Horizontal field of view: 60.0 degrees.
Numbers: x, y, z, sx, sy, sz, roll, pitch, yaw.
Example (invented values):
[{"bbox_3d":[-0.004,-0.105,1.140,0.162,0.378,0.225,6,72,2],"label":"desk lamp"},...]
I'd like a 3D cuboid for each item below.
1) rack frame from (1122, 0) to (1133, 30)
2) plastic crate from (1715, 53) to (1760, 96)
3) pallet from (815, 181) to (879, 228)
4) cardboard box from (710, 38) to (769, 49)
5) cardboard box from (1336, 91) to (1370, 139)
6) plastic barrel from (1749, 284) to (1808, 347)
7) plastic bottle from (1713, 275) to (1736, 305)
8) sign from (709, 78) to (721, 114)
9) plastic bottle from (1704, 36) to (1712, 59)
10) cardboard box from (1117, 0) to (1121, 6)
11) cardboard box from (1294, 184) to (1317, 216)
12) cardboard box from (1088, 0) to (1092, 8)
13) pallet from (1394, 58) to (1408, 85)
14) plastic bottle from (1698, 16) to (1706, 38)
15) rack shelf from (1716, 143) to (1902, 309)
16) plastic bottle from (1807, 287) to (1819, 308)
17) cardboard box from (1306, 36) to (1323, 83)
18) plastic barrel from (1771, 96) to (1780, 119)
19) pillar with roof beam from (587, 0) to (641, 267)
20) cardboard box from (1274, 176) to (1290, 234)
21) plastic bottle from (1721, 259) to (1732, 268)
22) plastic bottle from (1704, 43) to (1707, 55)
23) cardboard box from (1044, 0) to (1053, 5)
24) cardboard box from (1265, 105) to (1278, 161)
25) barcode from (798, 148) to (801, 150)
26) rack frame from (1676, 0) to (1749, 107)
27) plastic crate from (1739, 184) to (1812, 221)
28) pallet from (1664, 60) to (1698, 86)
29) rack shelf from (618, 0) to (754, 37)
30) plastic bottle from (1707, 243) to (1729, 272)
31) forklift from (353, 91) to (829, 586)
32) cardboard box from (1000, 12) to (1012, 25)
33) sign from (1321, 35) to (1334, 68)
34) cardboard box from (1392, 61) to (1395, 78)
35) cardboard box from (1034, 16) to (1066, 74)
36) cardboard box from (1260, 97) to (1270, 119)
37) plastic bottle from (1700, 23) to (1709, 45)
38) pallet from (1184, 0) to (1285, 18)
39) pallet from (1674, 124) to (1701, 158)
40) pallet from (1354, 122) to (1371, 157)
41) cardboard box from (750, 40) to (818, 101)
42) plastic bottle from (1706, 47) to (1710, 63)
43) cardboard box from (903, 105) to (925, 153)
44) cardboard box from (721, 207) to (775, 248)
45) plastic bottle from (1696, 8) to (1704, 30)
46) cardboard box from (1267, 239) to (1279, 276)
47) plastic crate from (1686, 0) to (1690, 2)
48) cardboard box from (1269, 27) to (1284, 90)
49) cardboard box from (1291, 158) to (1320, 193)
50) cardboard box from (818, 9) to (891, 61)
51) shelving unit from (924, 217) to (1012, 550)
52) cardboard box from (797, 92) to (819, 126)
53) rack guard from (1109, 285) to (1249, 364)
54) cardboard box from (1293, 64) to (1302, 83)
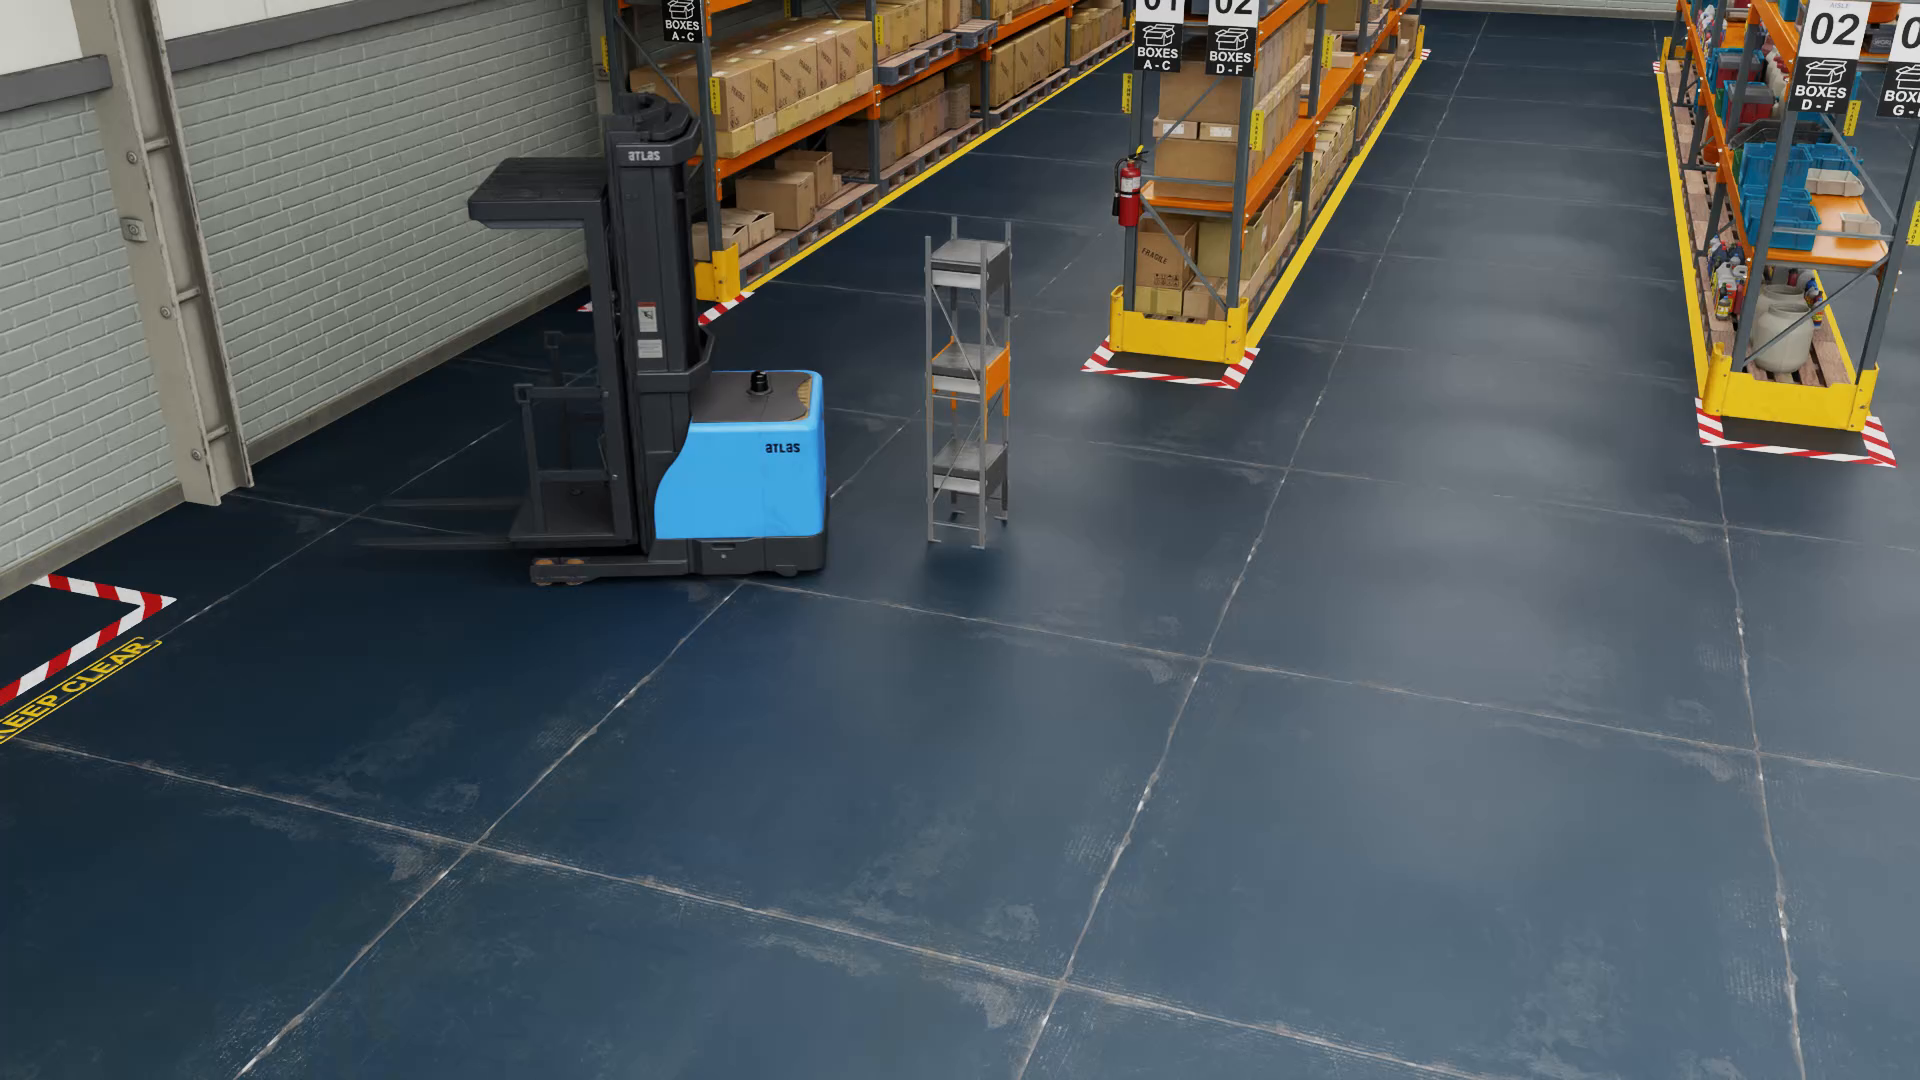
[{"bbox_3d":[2.572,-10.320,29.123,1.000,3.000,0.127,9,27,17],"label":"rack frame"},{"bbox_3d":[8.426,-5.005,18.072,0.402,0.464,0.583,9,27,17],"label":"plastic crate"},{"bbox_3d":[-1.612,-3.853,18.965,1.003,0.211,1.213,9,27,17],"label":"pallet"},{"bbox_3d":[-2.284,-4.874,17.164,0.500,0.500,0.500,9,27,18],"label":"cardboard box"},{"bbox_3d":[5.003,-5.535,21.602,0.500,0.500,0.500,10,28,20],"label":"cardboard box"},{"bbox_3d":[6.904,-1.865,14.033,0.421,0.512,0.421,0,26,0],"label":"plastic barrel"},{"bbox_3d":[6.943,-2.256,15.087,0.152,0.276,0.135,8,27,16],"label":"plastic bottle"},{"bbox_3d":[-2.241,-4.056,15.192,0.100,0.325,0.005,9,27,17],"label":"sign"},{"bbox_3d":[9.246,-6.066,20.484,0.097,0.271,0.097,0,26,0],"label":"plastic bottle"},{"bbox_3d":[2.562,-9.295,28.647,0.380,0.149,0.250,8,27,17],"label":"cardboard box"},{"bbox_3d":[3.619,-3.753,18.233,0.500,0.250,0.500,8,27,16],"label":"cardboard box"},{"bbox_3d":[2.035,-9.143,28.335,0.380,0.149,0.250,9,27,18],"label":"cardboard box"},{"bbox_3d":[6.547,-7.490,26.477,1.003,0.211,1.213,9,27,17],"label":"pallet"},{"bbox_3d":[9.763,-6.734,21.849,0.061,0.283,0.133,9,27,17],"label":"plastic bottle"},{"bbox_3d":[7.255,-2.807,14.430,1.077,0.370,4.000,9,27,17],"label":"rack shelf"},{"bbox_3d":[7.601,-2.119,14.811,0.097,0.271,0.097,0,26,0],"label":"plastic bottle"},{"bbox_3d":[3.864,-5.453,18.955,0.500,0.500,0.500,9,27,18],"label":"cardboard box"},{"bbox_3d":[8.506,-4.412,17.078,0.301,0.262,0.301,0,26,0],"label":"plastic barrel"},{"bbox_3d":[0.724,-6.234,13.800,9.100,9.000,0.400,9,27,17],"label":"pillar with roof beam"},{"bbox_3d":[2.963,-3.329,16.496,0.500,0.500,0.500,9,27,17],"label":"cardboard box"},{"bbox_3d":[7.185,-2.507,15.612,0.097,0.271,0.097,0,26,0],"label":"plastic bottle"},{"bbox_3d":[9.311,-6.114,20.664,0.097,0.201,0.097,0,26,0],"label":"plastic bottle"},{"bbox_3d":[1.172,-8.068,24.737,0.380,0.149,0.250,9,27,17],"label":"cardboard box"},{"bbox_3d":[2.600,-3.900,15.748,0.700,0.500,0.500,10,27,19],"label":"cardboard box"},{"bbox_3d":[-1.828,-4.419,18.931,0.001,0.075,0.075,9,27,17],"label":"barcode"},{"bbox_3d":[10.583,-7.240,22.761,1.000,3.000,0.127,9,27,17],"label":"rack frame"},{"bbox_3d":[6.696,-2.757,13.672,0.499,0.251,0.408,9,27,17],"label":"plastic crate"},{"bbox_3d":[11.603,-7.295,26.075,1.003,0.211,1.213,9,27,17],"label":"pallet"},{"bbox_3d":[-2.087,-5.593,16.744,1.077,0.370,4.000,9,27,17],"label":"rack shelf"},{"bbox_3d":[7.320,-2.720,16.047,0.152,0.276,0.135,10,27,19],"label":"plastic bottle"},{"bbox_3d":[-2.402,-1.262,10.493,3.031,2.935,1.130,-1,26,-2],"label":"forklift"},{"bbox_3d":[0.498,-7.230,23.005,0.380,0.149,0.250,10,27,19],"label":"cardboard box"},{"bbox_3d":[3.775,-5.018,17.087,0.100,0.325,0.005,9,27,17],"label":"sign"},{"bbox_3d":[6.257,-7.089,25.029,0.500,0.311,0.500,9,27,17],"label":"cardboard box"},{"bbox_3d":[1.147,-7.612,25.515,0.750,0.750,0.750,9,27,18],"label":"cardboard box"},{"bbox_3d":[2.596,-3.920,15.045,0.380,0.149,0.250,8,27,16],"label":"cardboard box"},{"bbox_3d":[9.620,-6.528,21.437,0.097,0.271,0.097,0,26,0],"label":"plastic bottle"},{"bbox_3d":[2.180,-4.625,14.021,1.003,0.211,1.213,9,27,17],"label":"pallet"},{"bbox_3d":[9.883,-5.171,21.687,1.003,0.211,1.213,9,27,17],"label":"pallet"},{"bbox_3d":[4.866,-5.362,22.083,1.003,0.211,1.213,9,27,17],"label":"pallet"},{"bbox_3d":[-1.798,-4.804,17.018,0.500,0.500,0.500,10,27,19],"label":"cardboard box"},{"bbox_3d":[9.061,-5.867,20.058,0.061,0.283,0.133,9,27,17],"label":"plastic bottle"},{"bbox_3d":[-0.860,-5.190,20.891,0.700,0.500,0.500,9,27,18],"label":"cardboard box"},{"bbox_3d":[-2.248,-3.239,17.077,0.500,0.311,0.500,11,28,22],"label":"cardboard box"},{"bbox_3d":[10.014,-7.044,22.490,0.061,0.283,0.133,9,27,17],"label":"plastic bottle"},{"bbox_3d":[2.809,-2.784,16.231,0.500,0.250,0.500,9,27,17],"label":"cardboard box"},{"bbox_3d":[10.984,-8.117,24.696,0.416,0.233,0.300,9,27,17],"label":"plastic crate"},{"bbox_3d":[2.608,-4.499,15.497,0.700,0.500,0.500,9,27,17],"label":"cardboard box"},{"bbox_3d":[3.624,-4.010,18.119,0.500,0.311,0.500,9,27,18],"label":"cardboard box"},{"bbox_3d":[-1.220,-5.836,19.242,0.700,0.500,0.500,9,27,18],"label":"cardboard box"},{"bbox_3d":[0.055,-1.013,10.933,0.431,2.100,0.503,9,27,17],"label":"shelving unit"},{"bbox_3d":[-1.786,-4.473,17.195,0.500,0.250,0.500,9,27,18],"label":"cardboard box"},{"bbox_3d":[1.912,-1.893,14.587,1.175,0.500,0.348,9,27,17],"label":"rack guard"},{"bbox_3d":[3.194,-4.657,16.567,0.380,0.149,0.250,8,27,16],"label":"cardboard box"}]
